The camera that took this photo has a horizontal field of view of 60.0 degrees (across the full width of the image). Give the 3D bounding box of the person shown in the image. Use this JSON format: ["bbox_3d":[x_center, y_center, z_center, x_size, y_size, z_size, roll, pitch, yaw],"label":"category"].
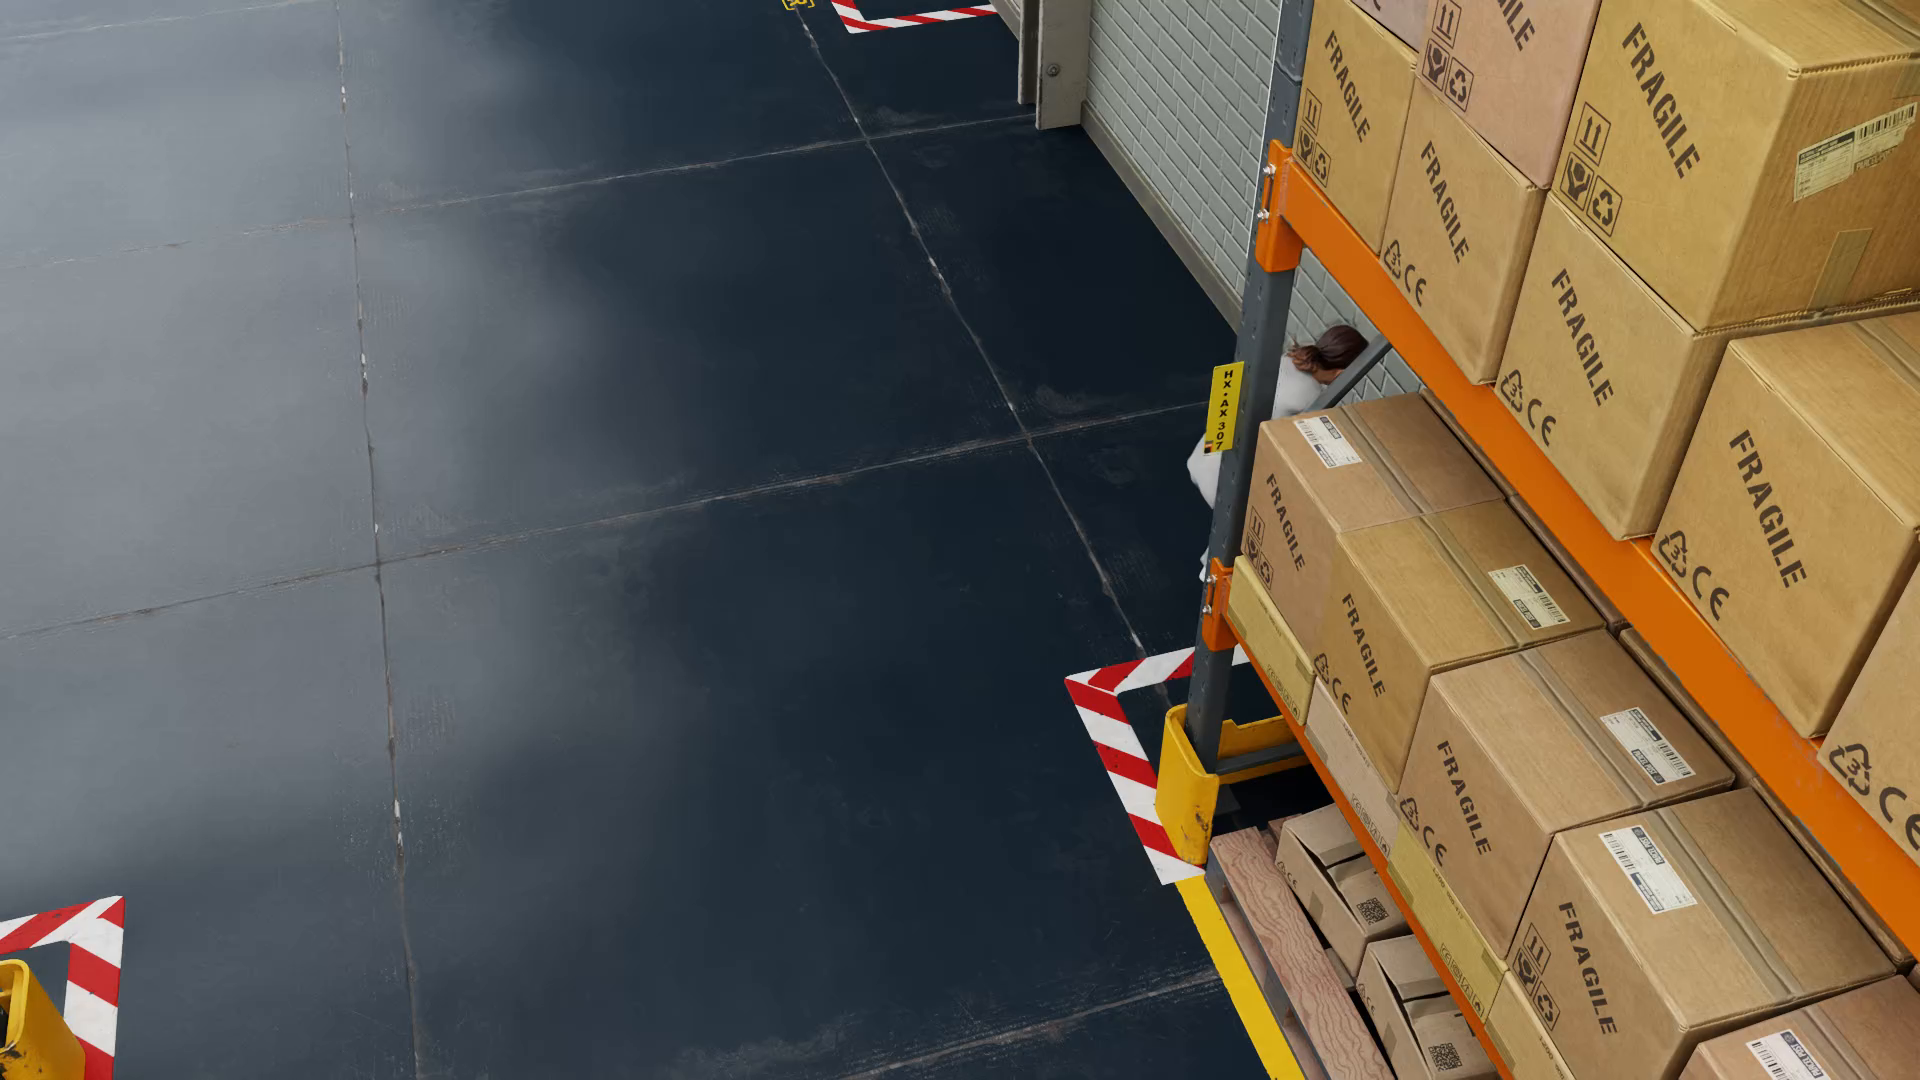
[{"bbox_3d":[1.259,-0.290,6.780,0.697,1.275,0.492,-12,44,-13],"label":"person"}]
